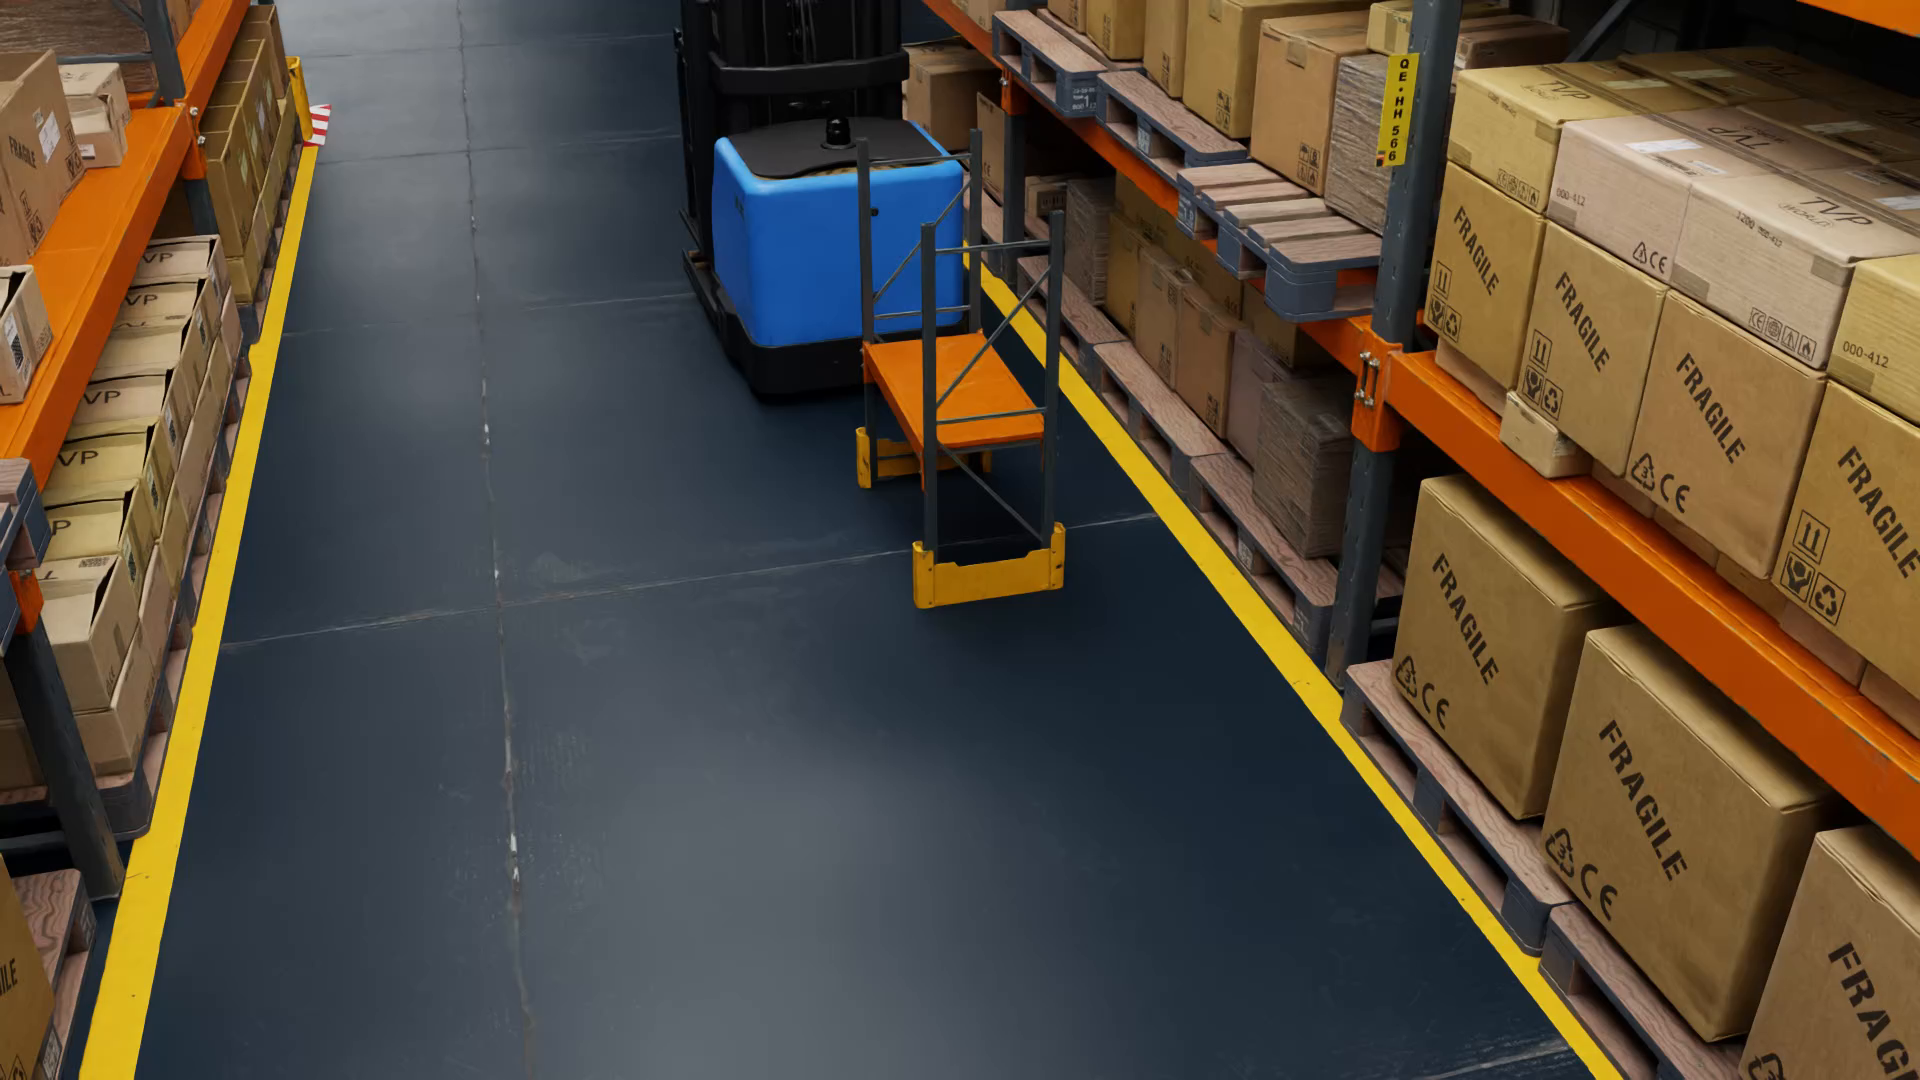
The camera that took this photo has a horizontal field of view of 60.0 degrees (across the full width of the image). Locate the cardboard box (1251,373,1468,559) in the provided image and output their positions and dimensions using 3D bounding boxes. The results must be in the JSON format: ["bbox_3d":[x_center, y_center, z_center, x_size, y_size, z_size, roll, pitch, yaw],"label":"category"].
[{"bbox_3d":[1.553,-0.307,6.343,0.700,0.500,0.500,-7,31,-13],"label":"cardboard box"}]

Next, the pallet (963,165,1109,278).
[{"bbox_3d":[0.521,-1.903,9.827,1.003,0.211,1.213,-8,31,-13],"label":"pallet"}]

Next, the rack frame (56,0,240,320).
[{"bbox_3d":[-4.042,-2.130,7.435,1.000,3.000,0.127,-8,31,-13],"label":"rack frame"}]

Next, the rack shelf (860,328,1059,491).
[{"bbox_3d":[-0.023,-0.535,6.536,0.538,0.185,1.000,-8,31,-13],"label":"rack shelf"}]

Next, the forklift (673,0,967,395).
[{"bbox_3d":[-0.906,-2.674,8.445,1.130,2.935,3.031,-9,31,-15],"label":"forklift"}]

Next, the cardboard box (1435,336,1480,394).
[{"bbox_3d":[1.659,-0.568,4.968,0.380,0.149,0.250,-8,31,-14],"label":"cardboard box"}]

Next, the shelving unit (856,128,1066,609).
[{"bbox_3d":[-0.020,-0.686,6.438,0.587,1.500,1.083,-8,31,-13],"label":"shelving unit"}]

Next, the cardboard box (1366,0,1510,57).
[{"bbox_3d":[1.575,-1.689,5.486,0.380,0.149,0.250,-13,33,-22],"label":"cardboard box"}]

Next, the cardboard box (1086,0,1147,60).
[{"bbox_3d":[0.977,-2.502,7.540,0.700,0.500,0.500,-5,30,-8],"label":"cardboard box"}]

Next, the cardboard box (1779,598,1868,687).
[{"bbox_3d":[2.076,0.171,3.691,0.380,0.149,0.250,-8,31,-13],"label":"cardboard box"}]

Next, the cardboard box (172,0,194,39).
[{"bbox_3d":[-4.442,-2.883,8.637,0.700,0.500,0.500,-7,31,-13],"label":"cardboard box"}]

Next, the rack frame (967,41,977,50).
[{"bbox_3d":[-0.329,-4.722,11.914,1.000,3.000,0.127,-8,31,-13],"label":"rack frame"}]

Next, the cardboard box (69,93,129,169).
[{"bbox_3d":[-3.632,-1.671,6.777,0.396,0.266,0.258,-9,31,-14],"label":"cardboard box"}]

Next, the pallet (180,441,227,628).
[{"bbox_3d":[-3.481,0.018,6.508,1.003,0.211,1.213,-8,31,-13],"label":"pallet"}]

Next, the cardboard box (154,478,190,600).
[{"bbox_3d":[-3.114,0.026,6.037,0.500,0.250,0.500,-9,31,-15],"label":"cardboard box"}]

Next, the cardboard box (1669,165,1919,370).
[{"bbox_3d":[1.946,-0.609,3.643,0.500,0.250,0.500,-8,31,-13],"label":"cardboard box"}]

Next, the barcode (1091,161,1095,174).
[{"bbox_3d":[0.797,-2.228,9.940,0.001,0.075,0.075,-8,31,-13],"label":"barcode"}]

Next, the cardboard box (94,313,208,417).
[{"bbox_3d":[-3.384,-0.715,6.756,0.500,0.311,0.500,-8,31,-13],"label":"cardboard box"}]

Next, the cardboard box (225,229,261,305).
[{"bbox_3d":[-3.873,-1.386,8.475,0.500,0.250,0.500,-8,31,-13],"label":"cardboard box"}]

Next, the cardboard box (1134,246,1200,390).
[{"bbox_3d":[1.226,-1.051,7.627,0.700,0.500,0.500,-8,31,-13],"label":"cardboard box"}]

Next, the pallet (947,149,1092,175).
[{"bbox_3d":[0.193,-2.493,10.847,1.003,0.211,1.213,-8,31,-13],"label":"pallet"}]

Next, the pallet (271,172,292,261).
[{"bbox_3d":[-4.540,-1.903,9.826,1.003,0.211,1.213,-8,31,-13],"label":"pallet"}]

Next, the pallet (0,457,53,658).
[{"bbox_3d":[-2.733,0.203,3.596,1.213,0.211,1.003,-8,31,-13],"label":"pallet"}]

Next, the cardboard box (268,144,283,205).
[{"bbox_3d":[-4.267,-2.111,9.728,0.500,0.250,0.500,-8,31,-13],"label":"cardboard box"}]

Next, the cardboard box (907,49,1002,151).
[{"bbox_3d":[0.066,-2.848,10.732,0.700,0.500,0.500,-10,31,-16],"label":"cardboard box"}]

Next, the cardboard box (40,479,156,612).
[{"bbox_3d":[-2.984,0.023,5.481,0.500,0.311,0.500,-9,31,-15],"label":"cardboard box"}]

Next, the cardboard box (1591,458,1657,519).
[{"bbox_3d":[1.892,-0.201,4.333,0.380,0.149,0.250,-8,31,-14],"label":"cardboard box"}]

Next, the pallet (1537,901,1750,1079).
[{"bbox_3d":[2.251,1.328,4.245,1.003,0.211,1.213,-8,31,-13],"label":"pallet"}]

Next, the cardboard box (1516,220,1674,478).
[{"bbox_3d":[1.807,-0.516,4.230,0.500,0.500,0.500,-7,31,-12],"label":"cardboard box"}]

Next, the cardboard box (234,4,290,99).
[{"bbox_3d":[-4.675,-3.158,10.789,0.500,0.500,0.500,-8,31,-13],"label":"cardboard box"}]

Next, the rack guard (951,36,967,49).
[{"bbox_3d":[-0.309,-3.603,12.476,1.175,0.500,0.348,-8,31,-13],"label":"rack guard"}]

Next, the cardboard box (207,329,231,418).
[{"bbox_3d":[-3.520,-0.715,7.317,0.500,0.250,0.500,-8,31,-14],"label":"cardboard box"}]

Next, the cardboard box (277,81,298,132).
[{"bbox_3d":[-4.677,-2.833,10.977,0.500,0.250,0.500,-8,31,-13],"label":"cardboard box"}]

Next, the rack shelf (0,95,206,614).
[{"bbox_3d":[-3.511,-0.852,5.946,1.077,0.370,4.000,-8,31,-13],"label":"rack shelf"}]

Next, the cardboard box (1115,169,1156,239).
[{"bbox_3d":[1.065,-1.658,7.927,0.500,0.250,0.500,-8,31,-14],"label":"cardboard box"}]

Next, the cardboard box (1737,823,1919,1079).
[{"bbox_3d":[2.320,1.097,3.587,0.750,0.750,0.750,-7,31,-12],"label":"cardboard box"}]

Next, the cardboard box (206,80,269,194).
[{"bbox_3d":[-4.129,-2.194,9.124,0.500,0.500,0.500,-8,31,-13],"label":"cardboard box"}]

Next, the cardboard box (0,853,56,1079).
[{"bbox_3d":[-2.506,1.114,3.887,0.500,0.500,0.500,-7,31,-11],"label":"cardboard box"}]

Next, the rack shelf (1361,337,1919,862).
[{"bbox_3d":[2.326,0.419,3.749,1.077,0.370,4.000,-8,31,-13],"label":"rack shelf"}]

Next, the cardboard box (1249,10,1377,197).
[{"bbox_3d":[1.486,-1.584,5.953,0.700,0.500,0.500,-11,32,-18],"label":"cardboard box"}]

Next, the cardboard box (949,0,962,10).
[{"bbox_3d":[0.191,-3.164,9.352,0.500,0.250,0.500,-8,31,-13],"label":"cardboard box"}]

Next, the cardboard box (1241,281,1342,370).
[{"bbox_3d":[1.462,-0.916,6.645,0.500,0.250,0.500,-7,31,-12],"label":"cardboard box"}]

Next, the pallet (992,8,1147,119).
[{"bbox_3d":[0.796,-2.318,7.953,1.003,0.211,1.213,-8,31,-13],"label":"pallet"}]

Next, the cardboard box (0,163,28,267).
[{"bbox_3d":[-3.441,-1.049,5.468,0.500,0.500,0.500,-10,31,-16],"label":"cardboard box"}]
